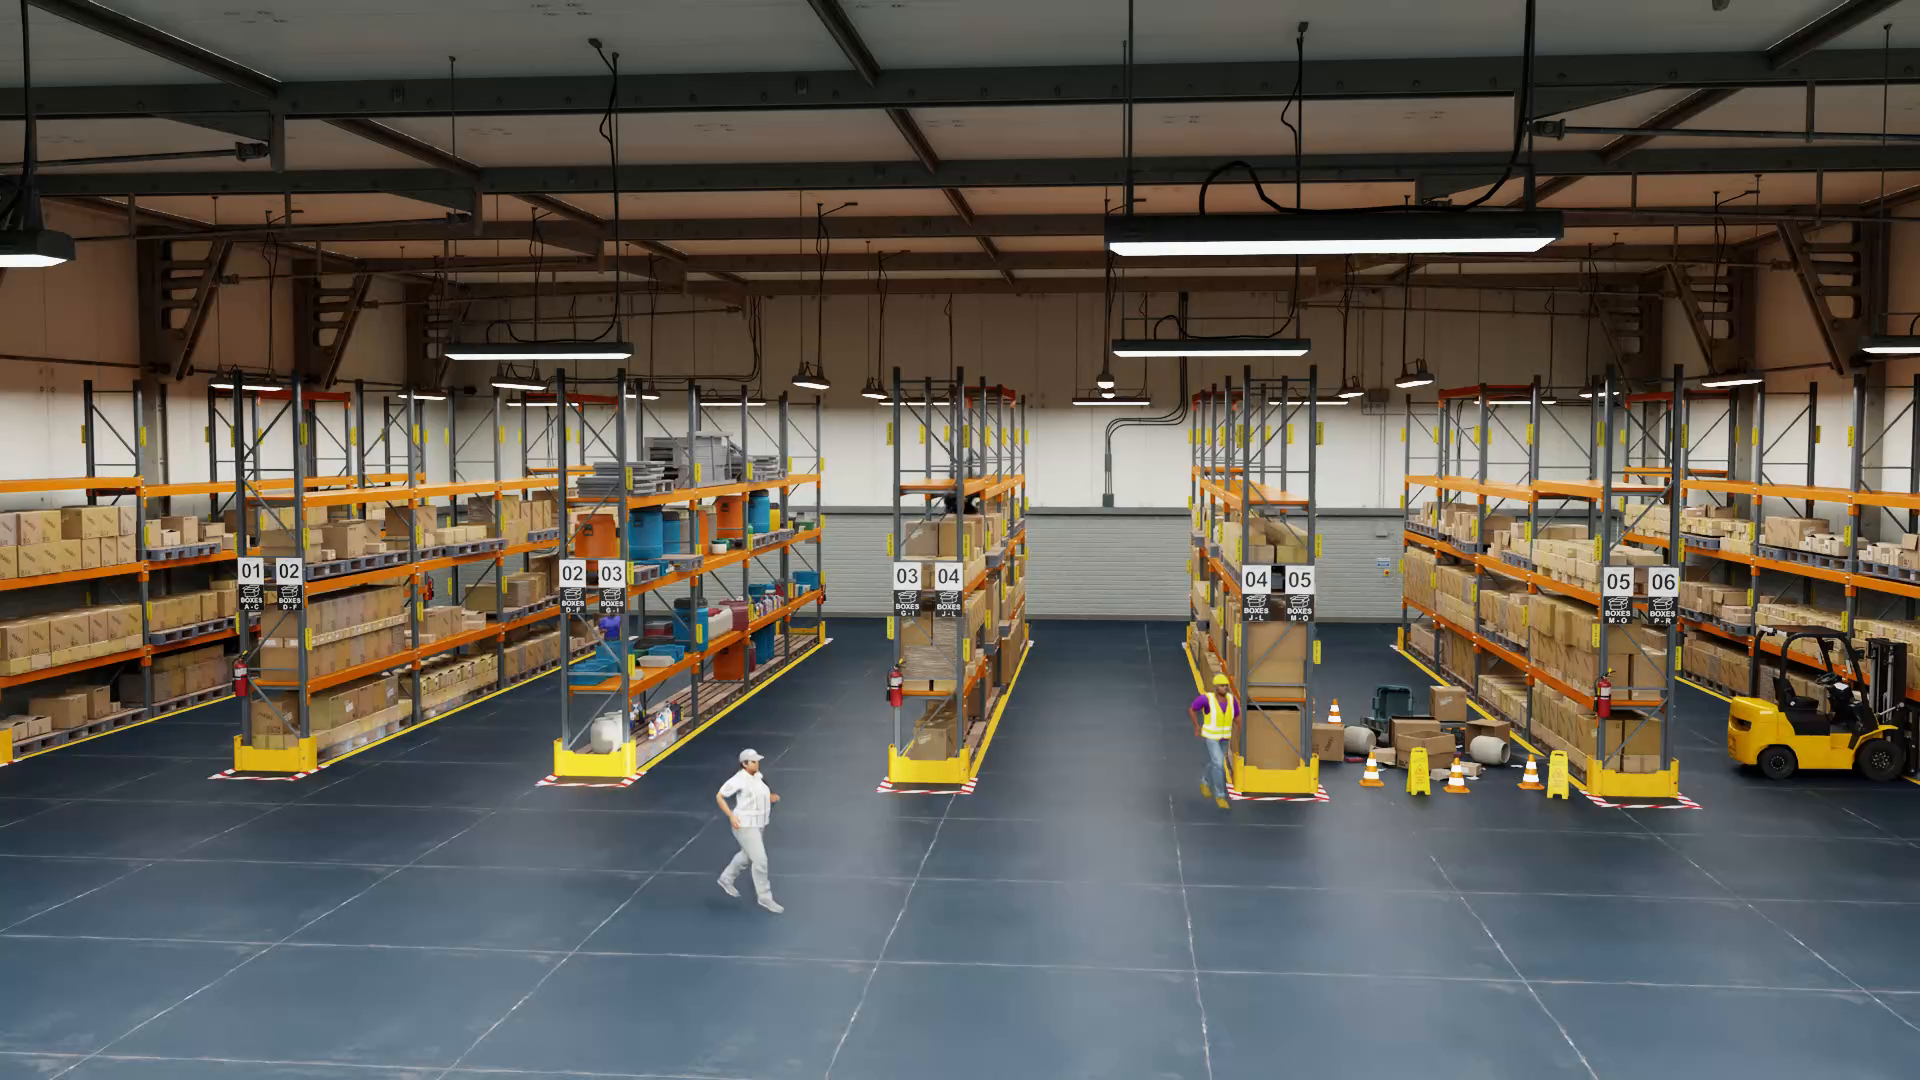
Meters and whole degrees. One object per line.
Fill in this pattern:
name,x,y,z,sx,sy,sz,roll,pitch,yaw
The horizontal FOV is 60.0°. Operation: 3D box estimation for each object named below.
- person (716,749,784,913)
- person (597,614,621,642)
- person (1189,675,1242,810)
person,-2.230,3.058,17.668,0.877,1.689,0.594,1,4,22
person,-6.931,2.129,33.123,0.556,1.699,0.714,0,4,-3
person,3.501,2.710,22.689,0.636,1.789,0.892,-2,4,-26
